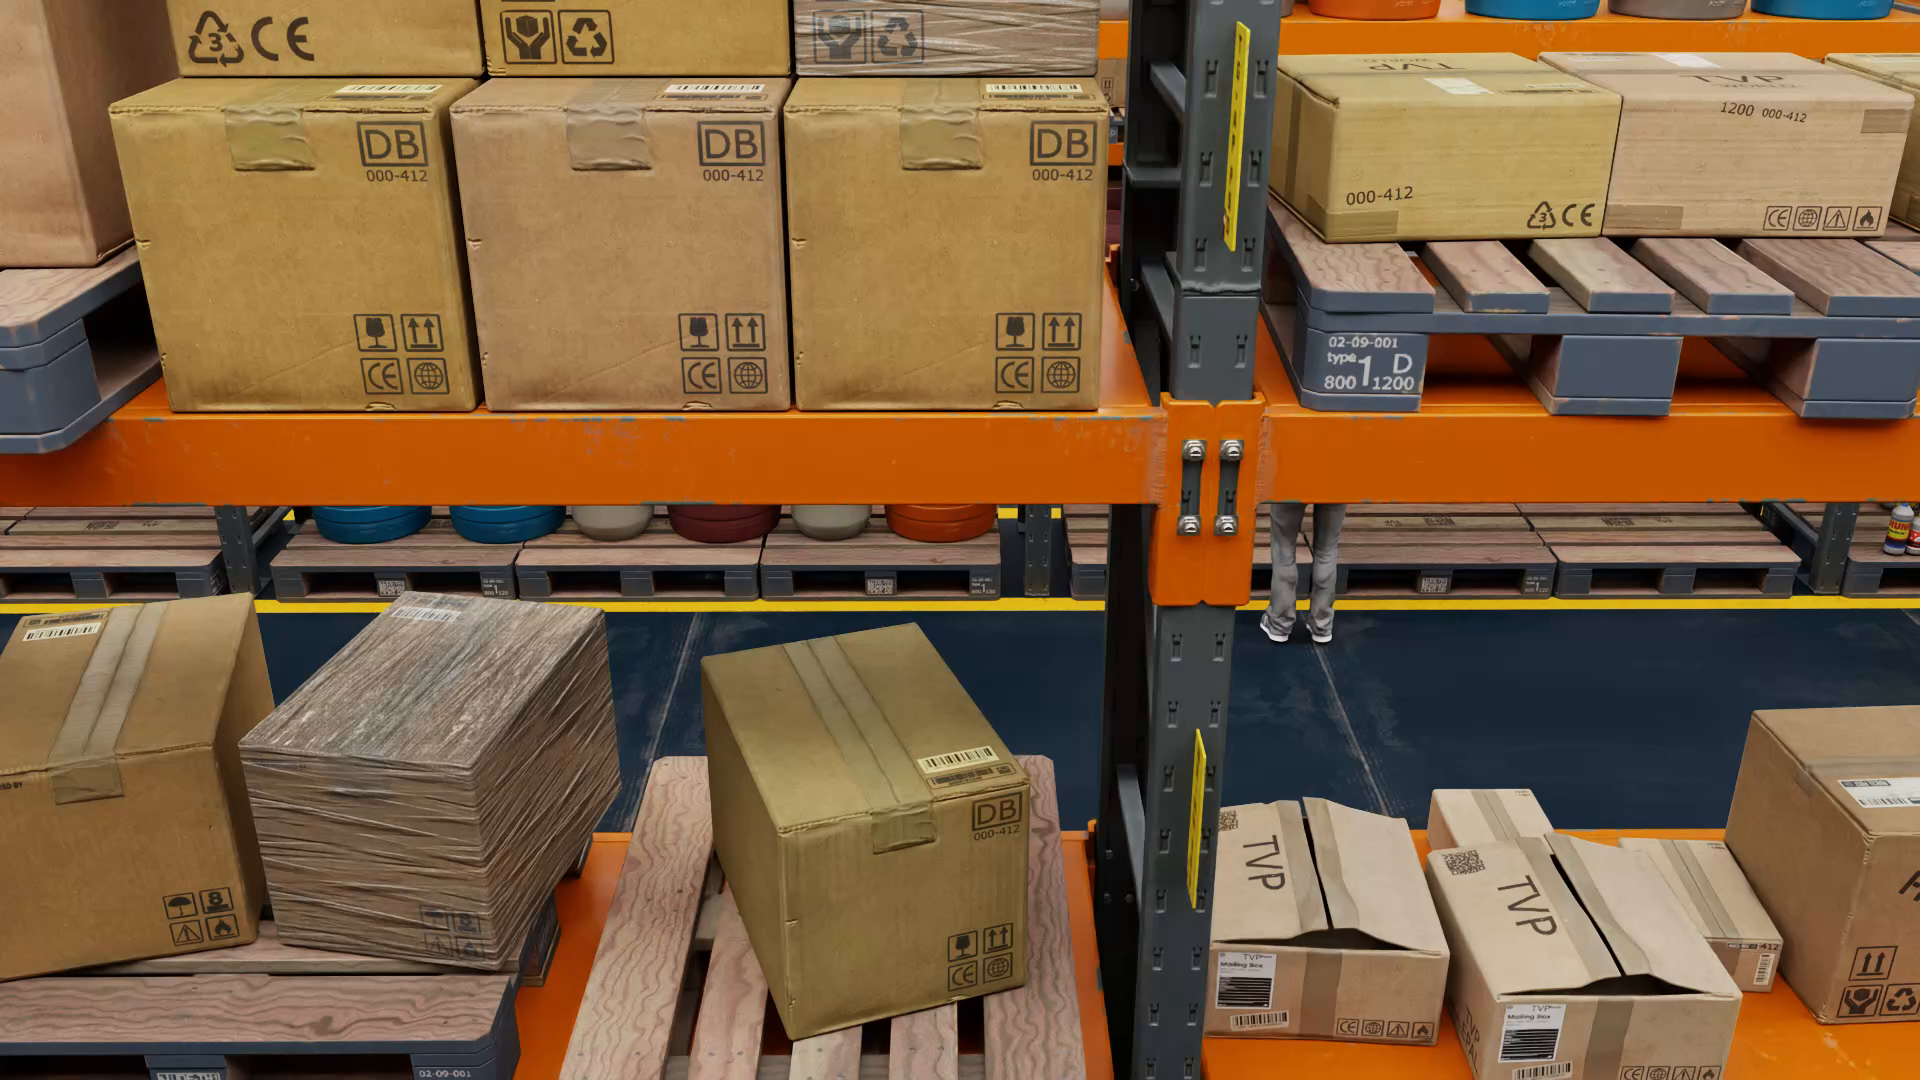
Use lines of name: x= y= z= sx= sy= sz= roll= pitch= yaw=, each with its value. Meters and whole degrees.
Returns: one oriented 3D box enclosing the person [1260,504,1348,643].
person: x=1.624 y=-0.299 z=7.778 sx=0.402 sy=1.597 sz=0.490 roll=0 pitch=24 yaw=0
